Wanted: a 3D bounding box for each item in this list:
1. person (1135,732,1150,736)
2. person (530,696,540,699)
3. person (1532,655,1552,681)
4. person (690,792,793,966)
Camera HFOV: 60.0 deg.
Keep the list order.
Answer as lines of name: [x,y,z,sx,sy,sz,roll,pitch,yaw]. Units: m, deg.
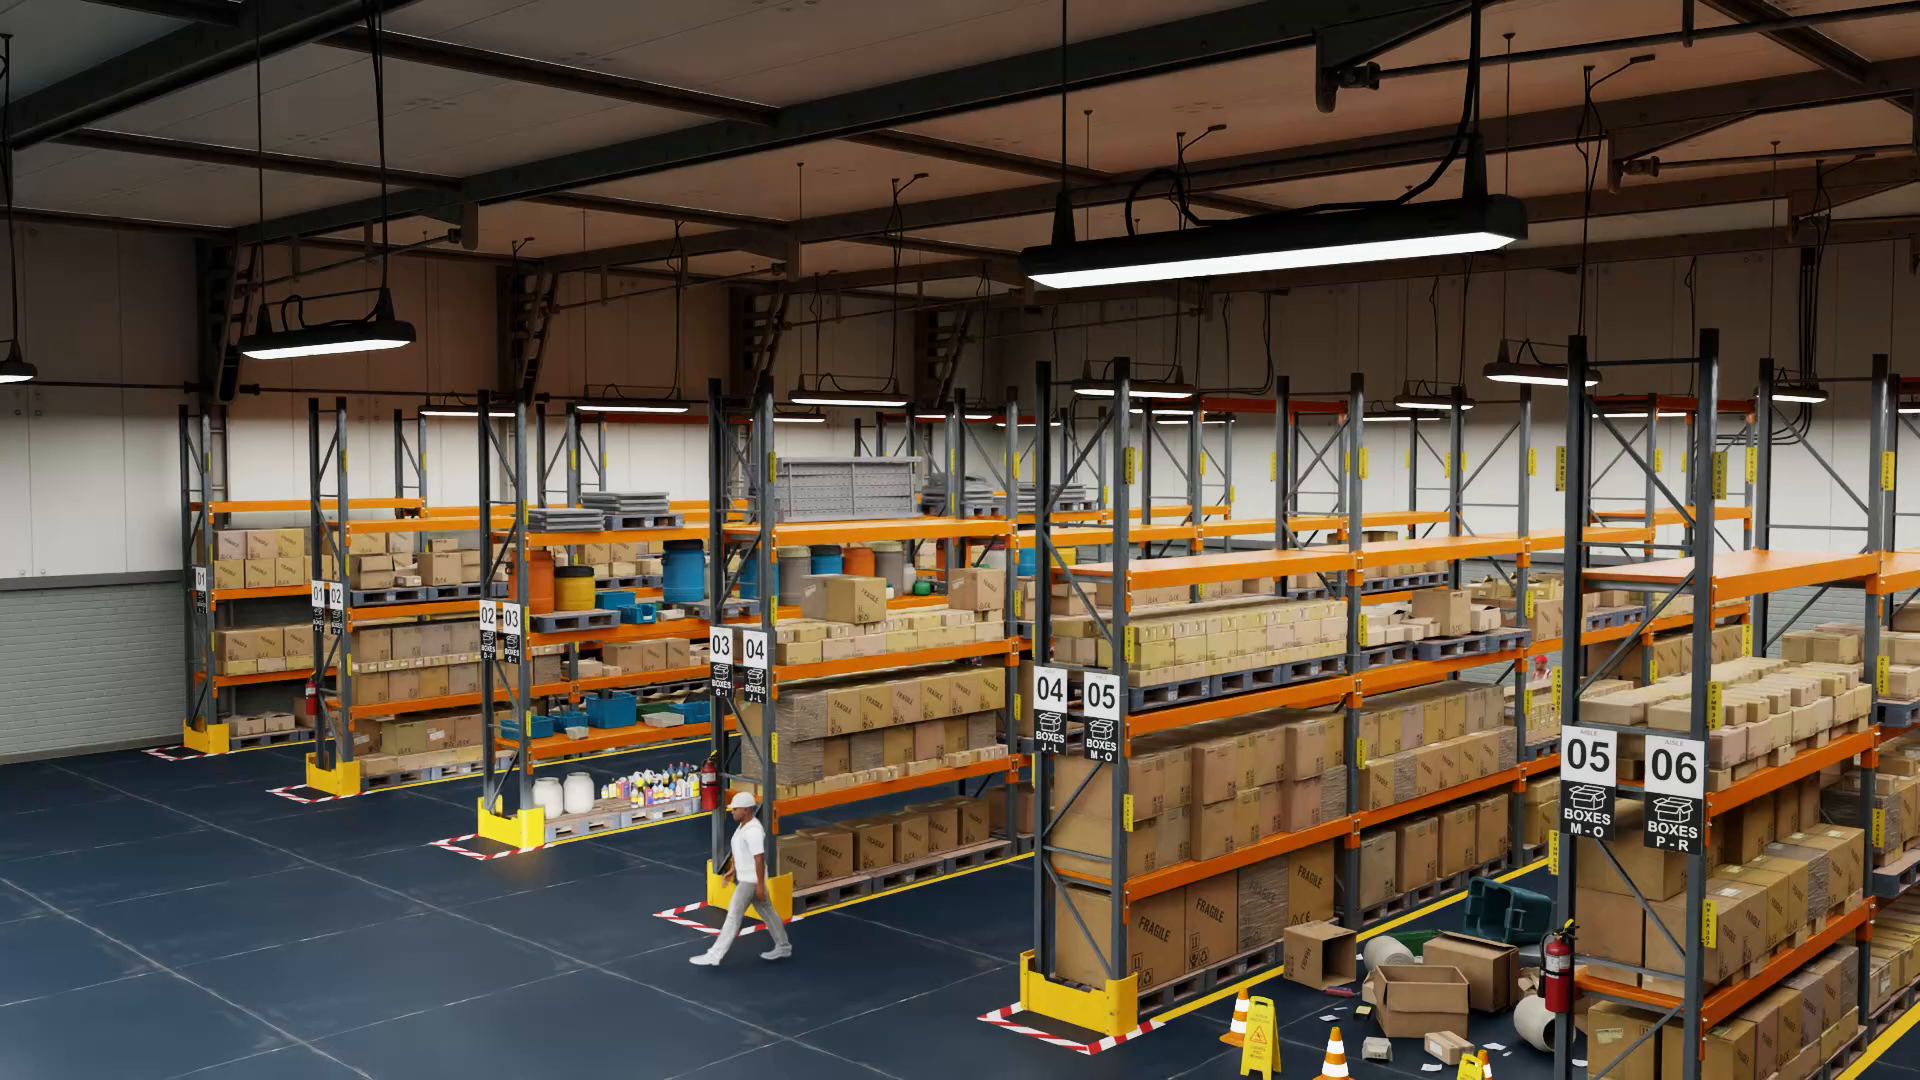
person: [2.356,3.208,21.581,0.532,1.714,0.525,-2,4,-38]
person: [-7.980,2.638,30.815,0.494,1.773,0.574,-2,4,-34]
person: [10.103,2.812,28.677,0.781,1.691,0.578,-2,4,-39]
person: [-2.204,3.393,16.740,1.029,1.711,0.595,0,3,-8]
